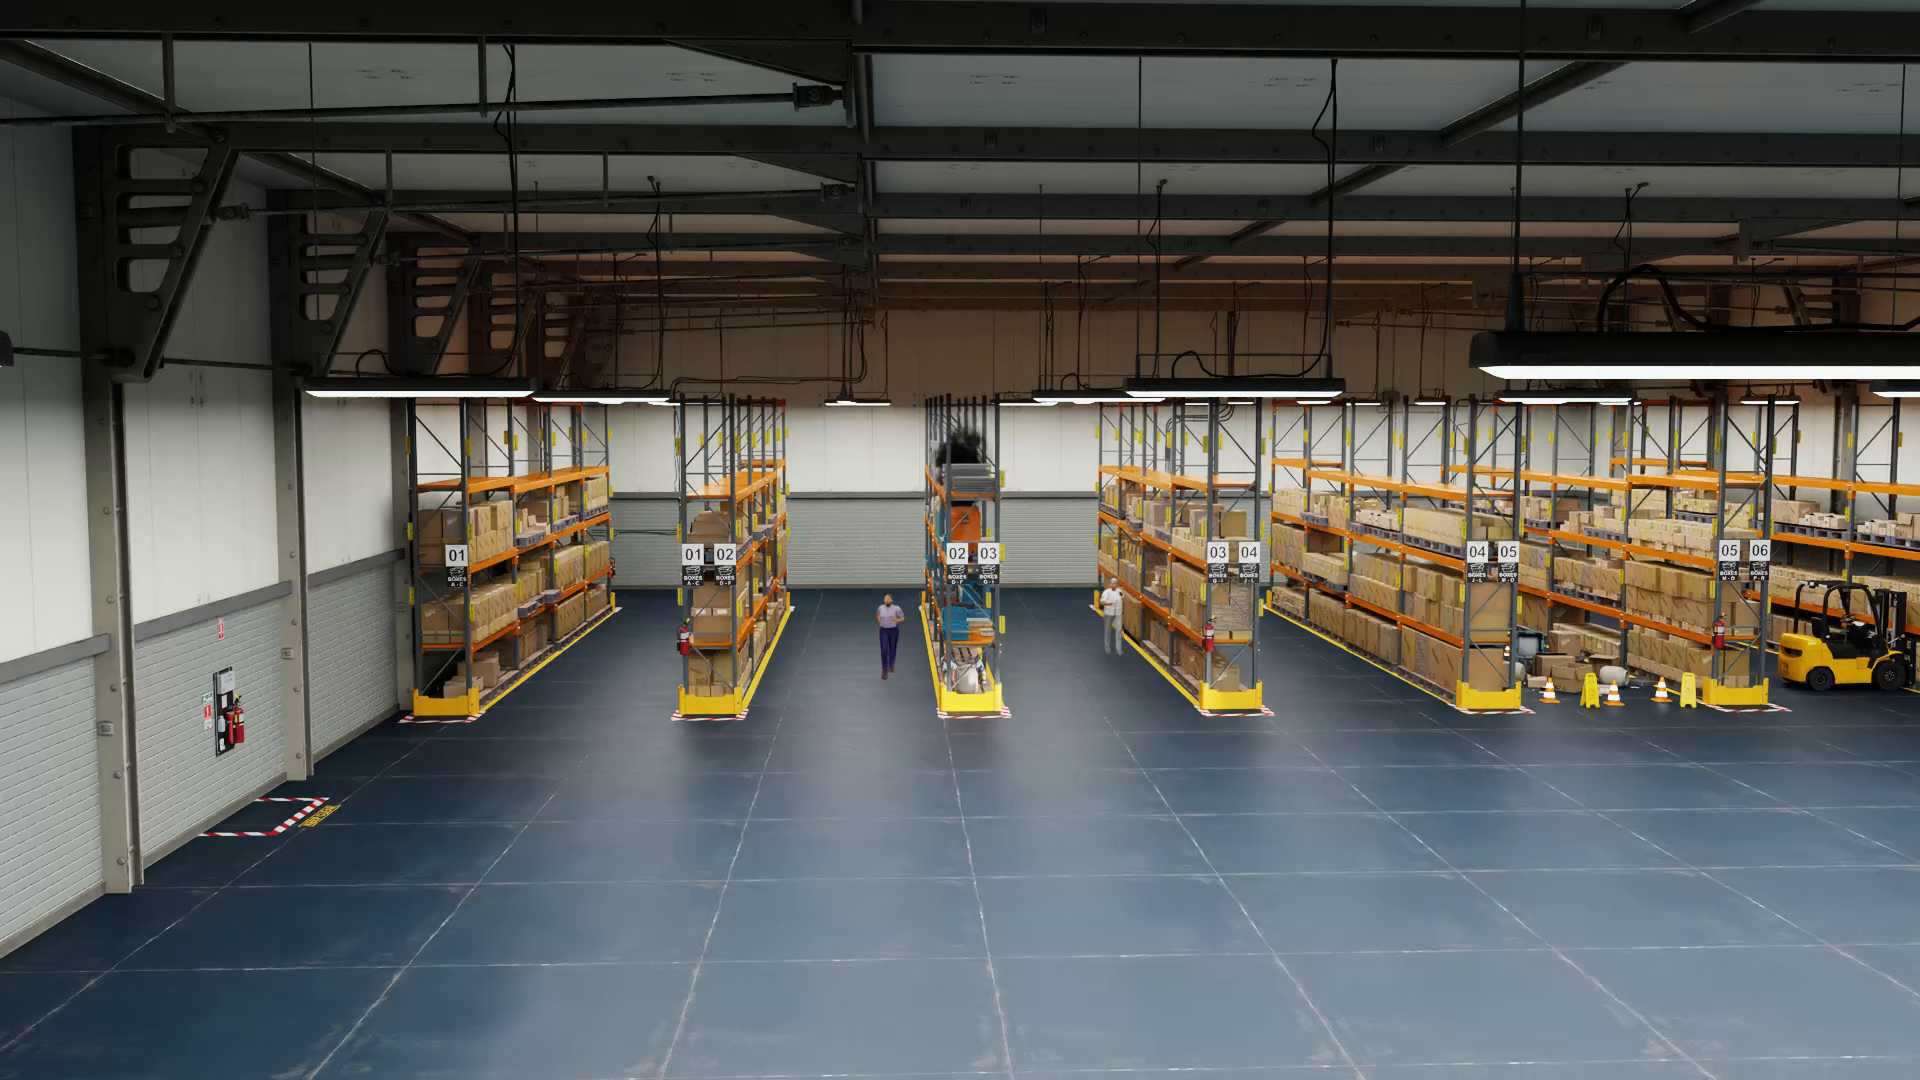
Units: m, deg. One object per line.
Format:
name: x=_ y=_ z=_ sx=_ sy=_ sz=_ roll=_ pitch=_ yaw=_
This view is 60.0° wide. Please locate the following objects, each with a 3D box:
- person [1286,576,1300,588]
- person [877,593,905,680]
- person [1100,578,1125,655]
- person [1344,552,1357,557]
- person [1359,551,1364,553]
person: x=9.800 y=1.000 z=49.207 sx=1.154 sy=1.651 sz=0.753 roll=4 pitch=6 yaw=42
person: x=-1.416 y=1.942 z=33.899 sx=0.581 sy=1.719 sz=0.747 roll=0 pitch=5 yaw=1
person: x=3.415 y=1.702 z=37.001 sx=0.602 sy=1.714 sz=0.869 roll=-1 pitch=5 yaw=-7
person: x=11.619 y=0.889 z=50.024 sx=0.910 sy=1.688 sz=0.610 roll=-2 pitch=5 yaw=-23
person: x=11.271 y=1.192 z=46.742 sx=0.635 sy=1.780 sz=0.759 roll=-1 pitch=5 yaw=-14
